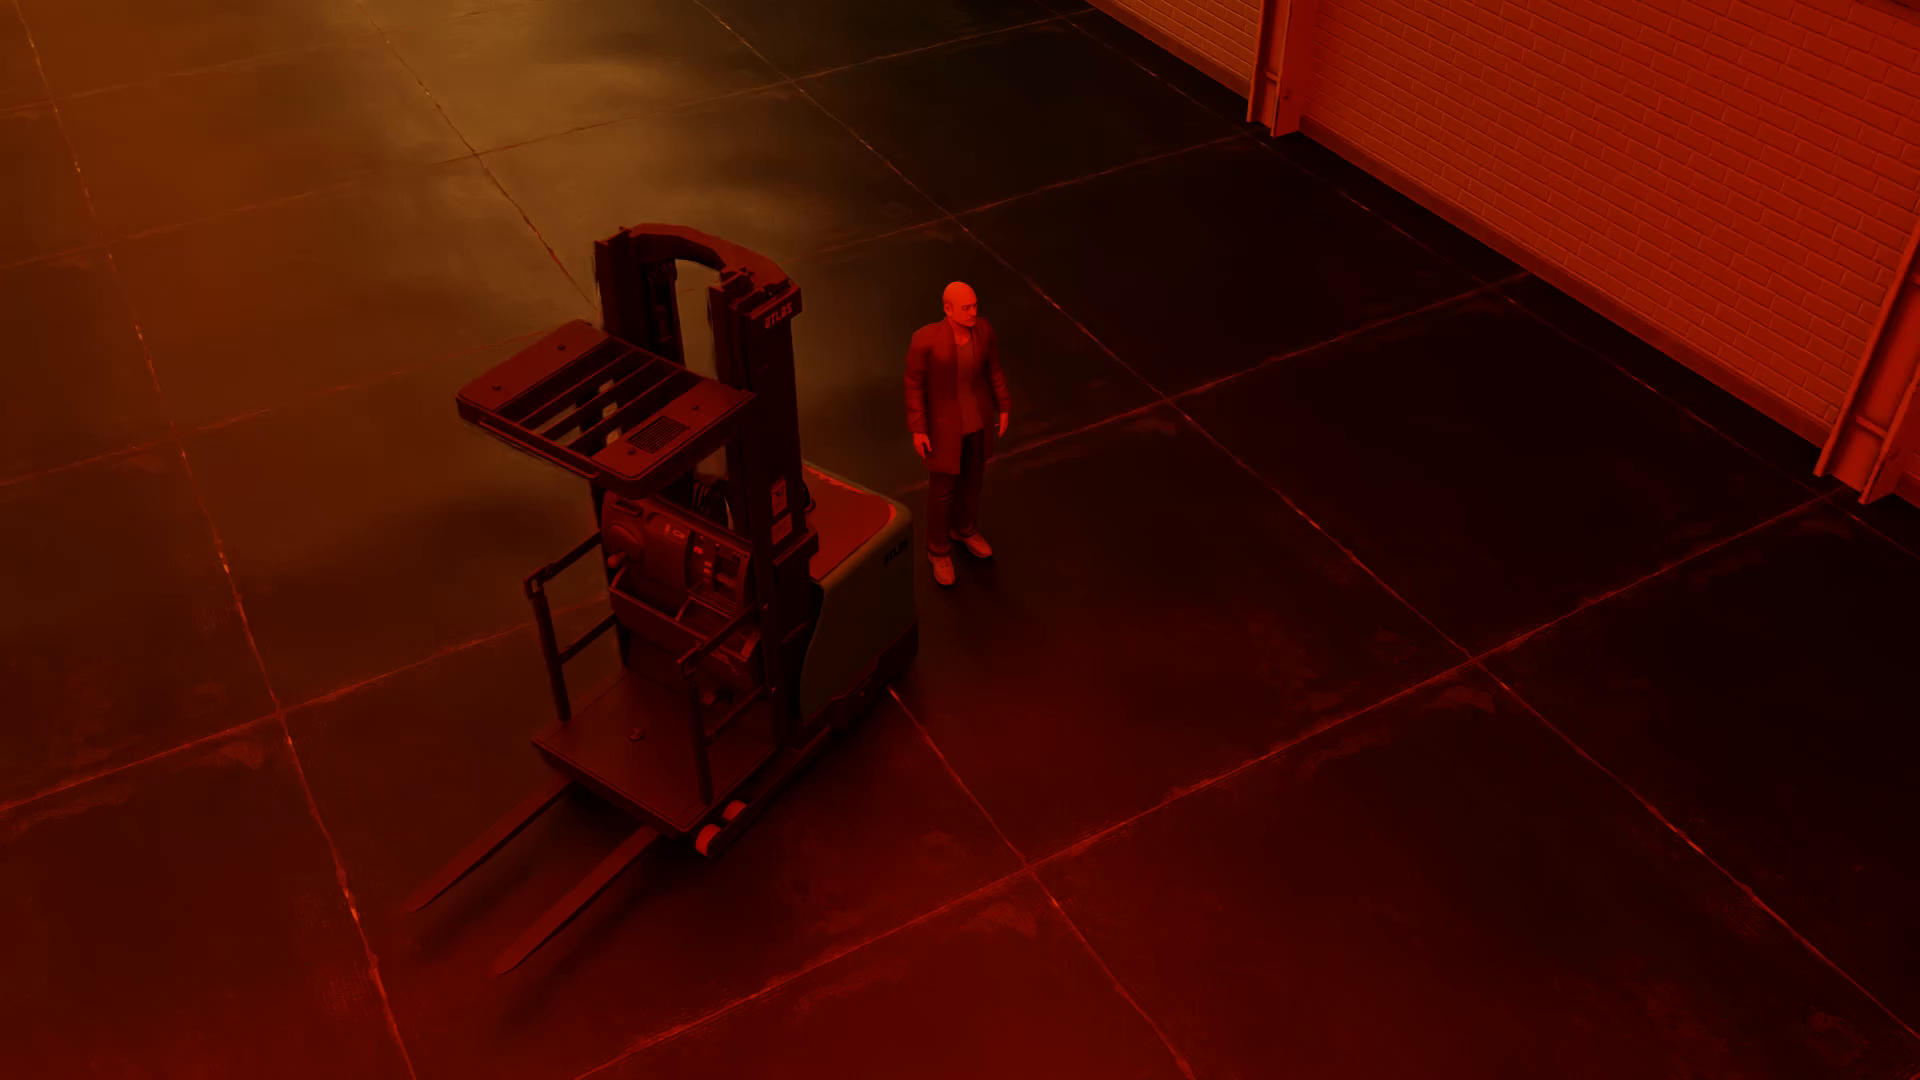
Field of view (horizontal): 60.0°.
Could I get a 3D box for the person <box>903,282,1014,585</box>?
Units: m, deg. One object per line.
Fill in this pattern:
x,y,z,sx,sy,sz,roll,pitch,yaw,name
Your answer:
0.043,-0.560,9.761,0.698,1.576,0.579,-20,44,-23,person

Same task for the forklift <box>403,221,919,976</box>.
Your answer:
-1.497,0.119,7.893,1.130,2.935,3.031,24,45,26,forklift
